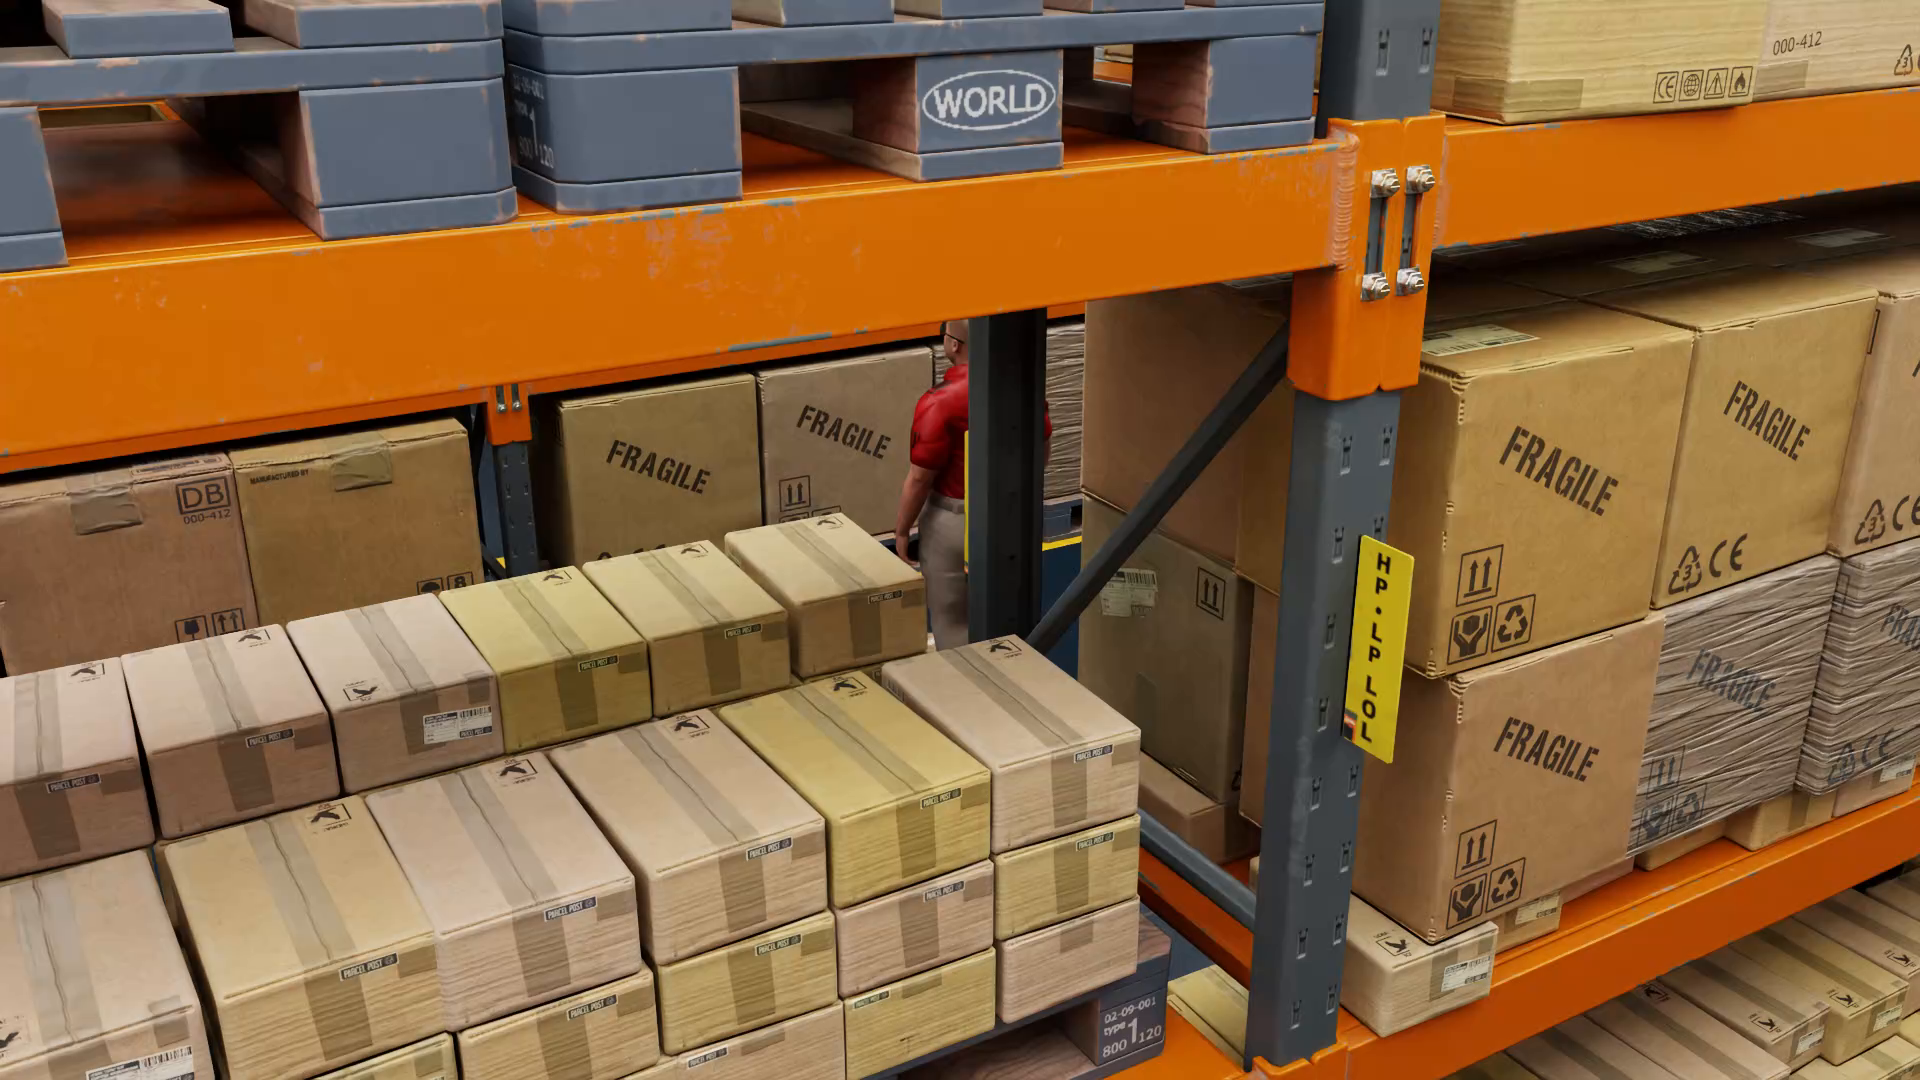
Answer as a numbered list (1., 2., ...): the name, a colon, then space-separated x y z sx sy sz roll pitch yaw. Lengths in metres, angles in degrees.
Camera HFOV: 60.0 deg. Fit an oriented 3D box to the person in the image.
1. person: 0.006 -0.083 6.295 0.635 1.727 0.551 -12 25 -28
